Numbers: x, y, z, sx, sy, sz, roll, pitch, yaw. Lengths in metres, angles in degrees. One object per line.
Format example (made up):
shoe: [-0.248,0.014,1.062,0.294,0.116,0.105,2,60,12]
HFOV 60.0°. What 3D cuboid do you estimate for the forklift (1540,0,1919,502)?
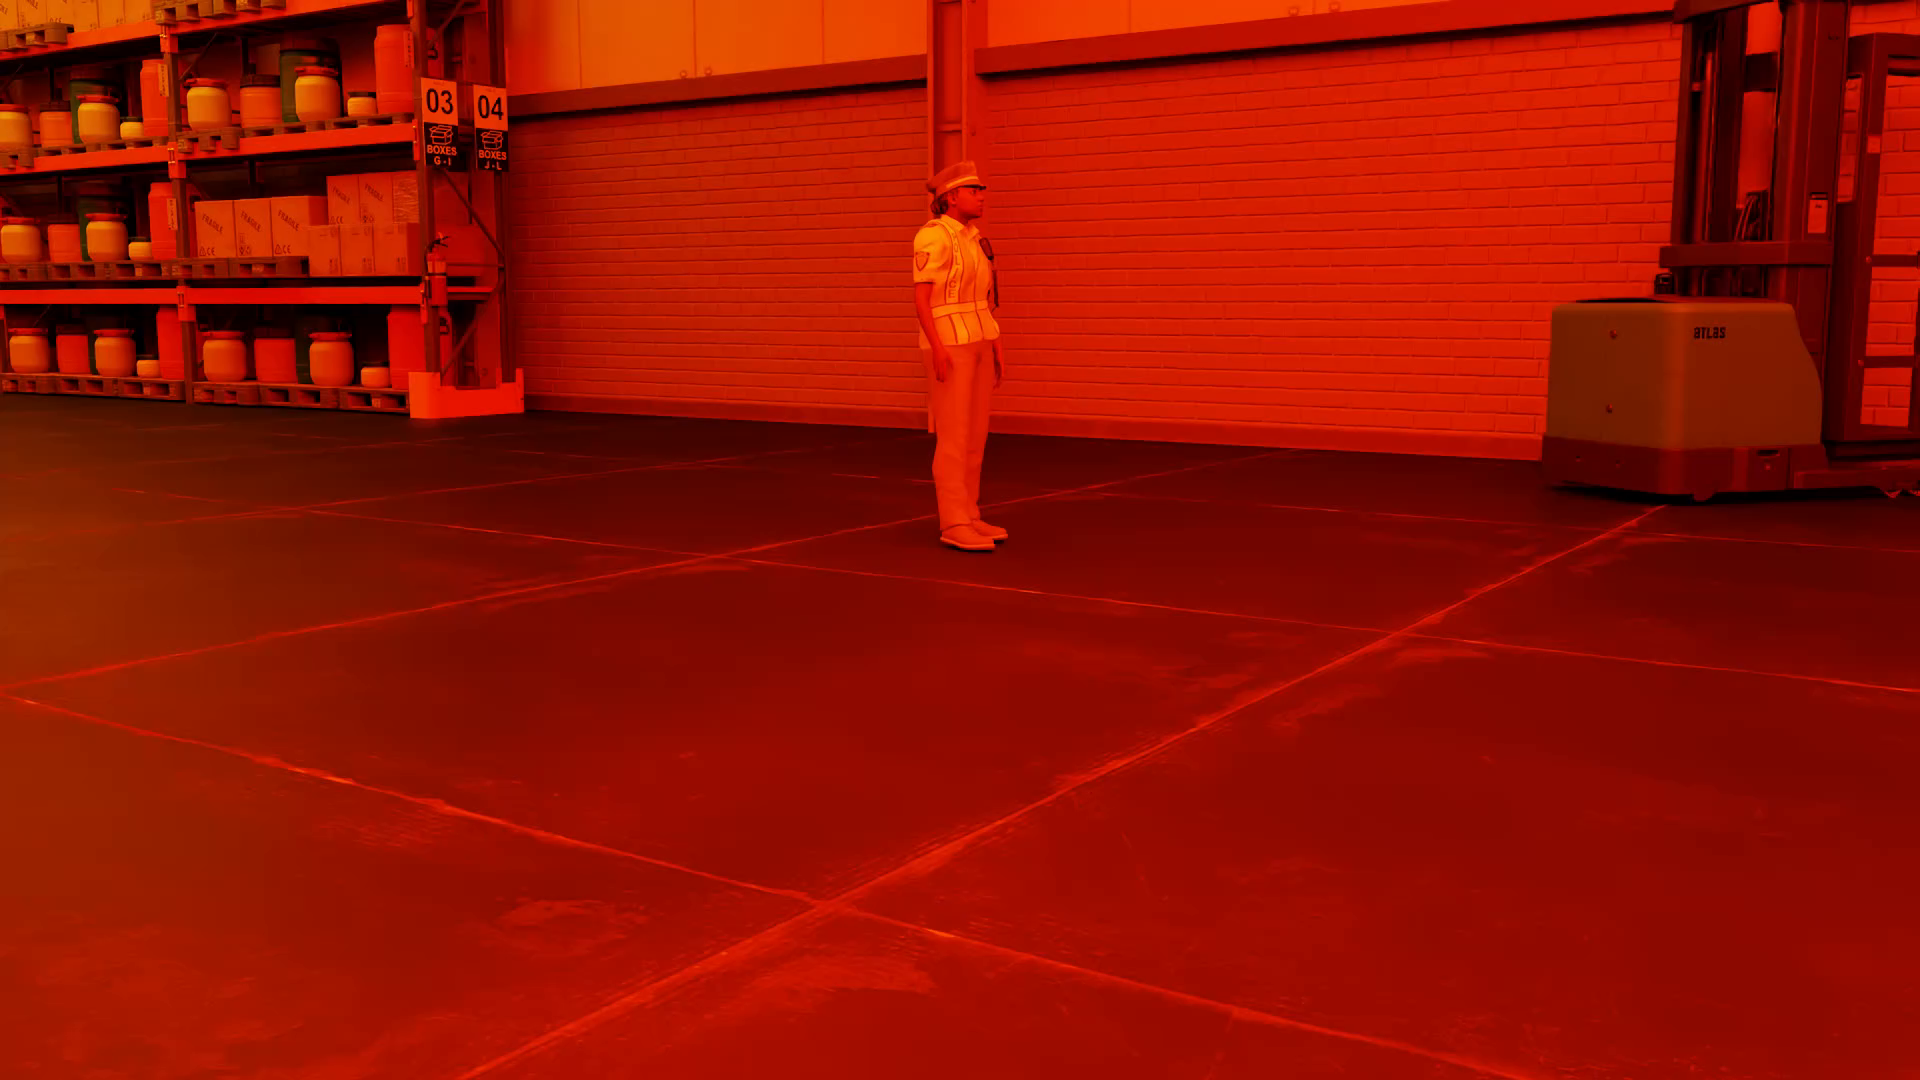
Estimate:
forklift: [4.942,-1.759,9.562,3.031,2.935,1.130,-3,9,-21]

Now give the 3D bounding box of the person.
person: [0.051,-0.838,7.425,0.530,1.695,0.569,5,10,34]
